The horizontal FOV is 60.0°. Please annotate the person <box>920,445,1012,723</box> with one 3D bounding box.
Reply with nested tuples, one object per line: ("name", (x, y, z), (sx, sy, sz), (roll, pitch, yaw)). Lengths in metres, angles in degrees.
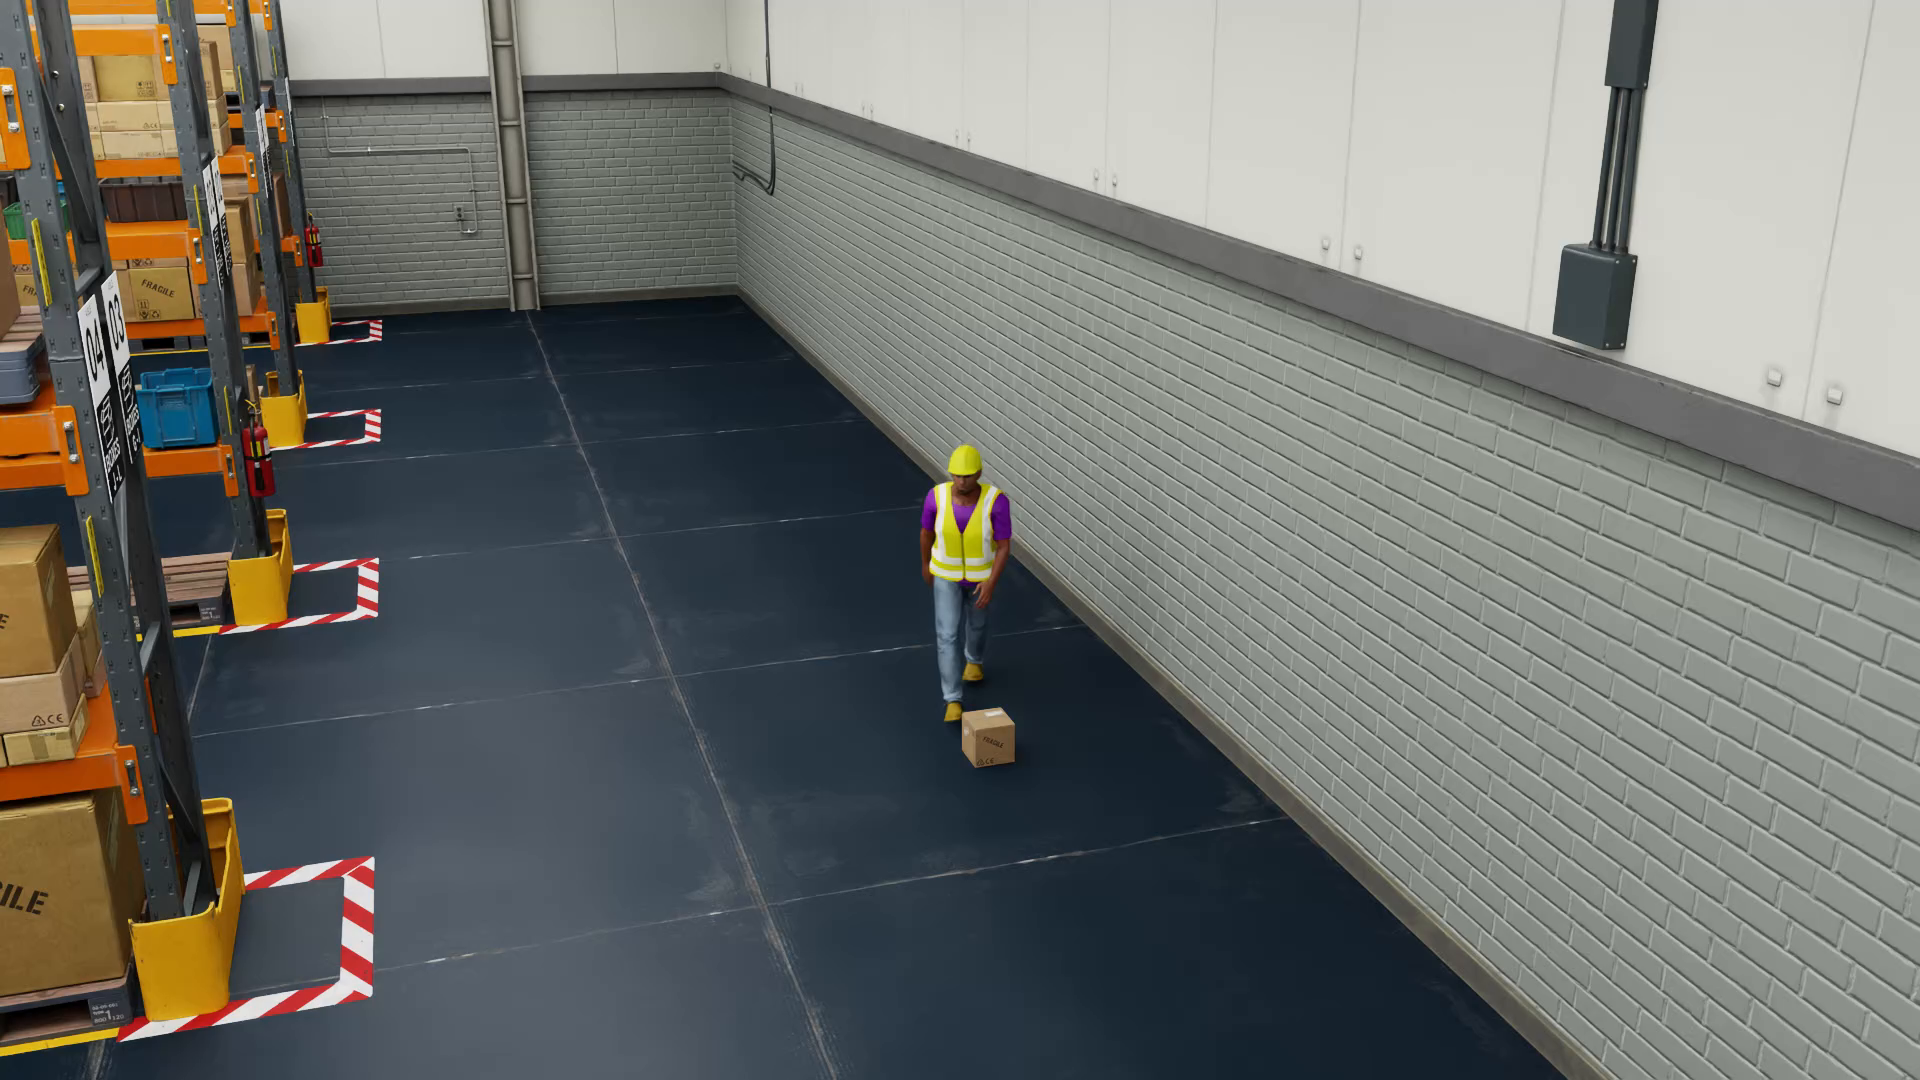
("person", (0.037, 0.221, 10.378), (0.568, 1.693, 1.084), (-1, 19, -2))
